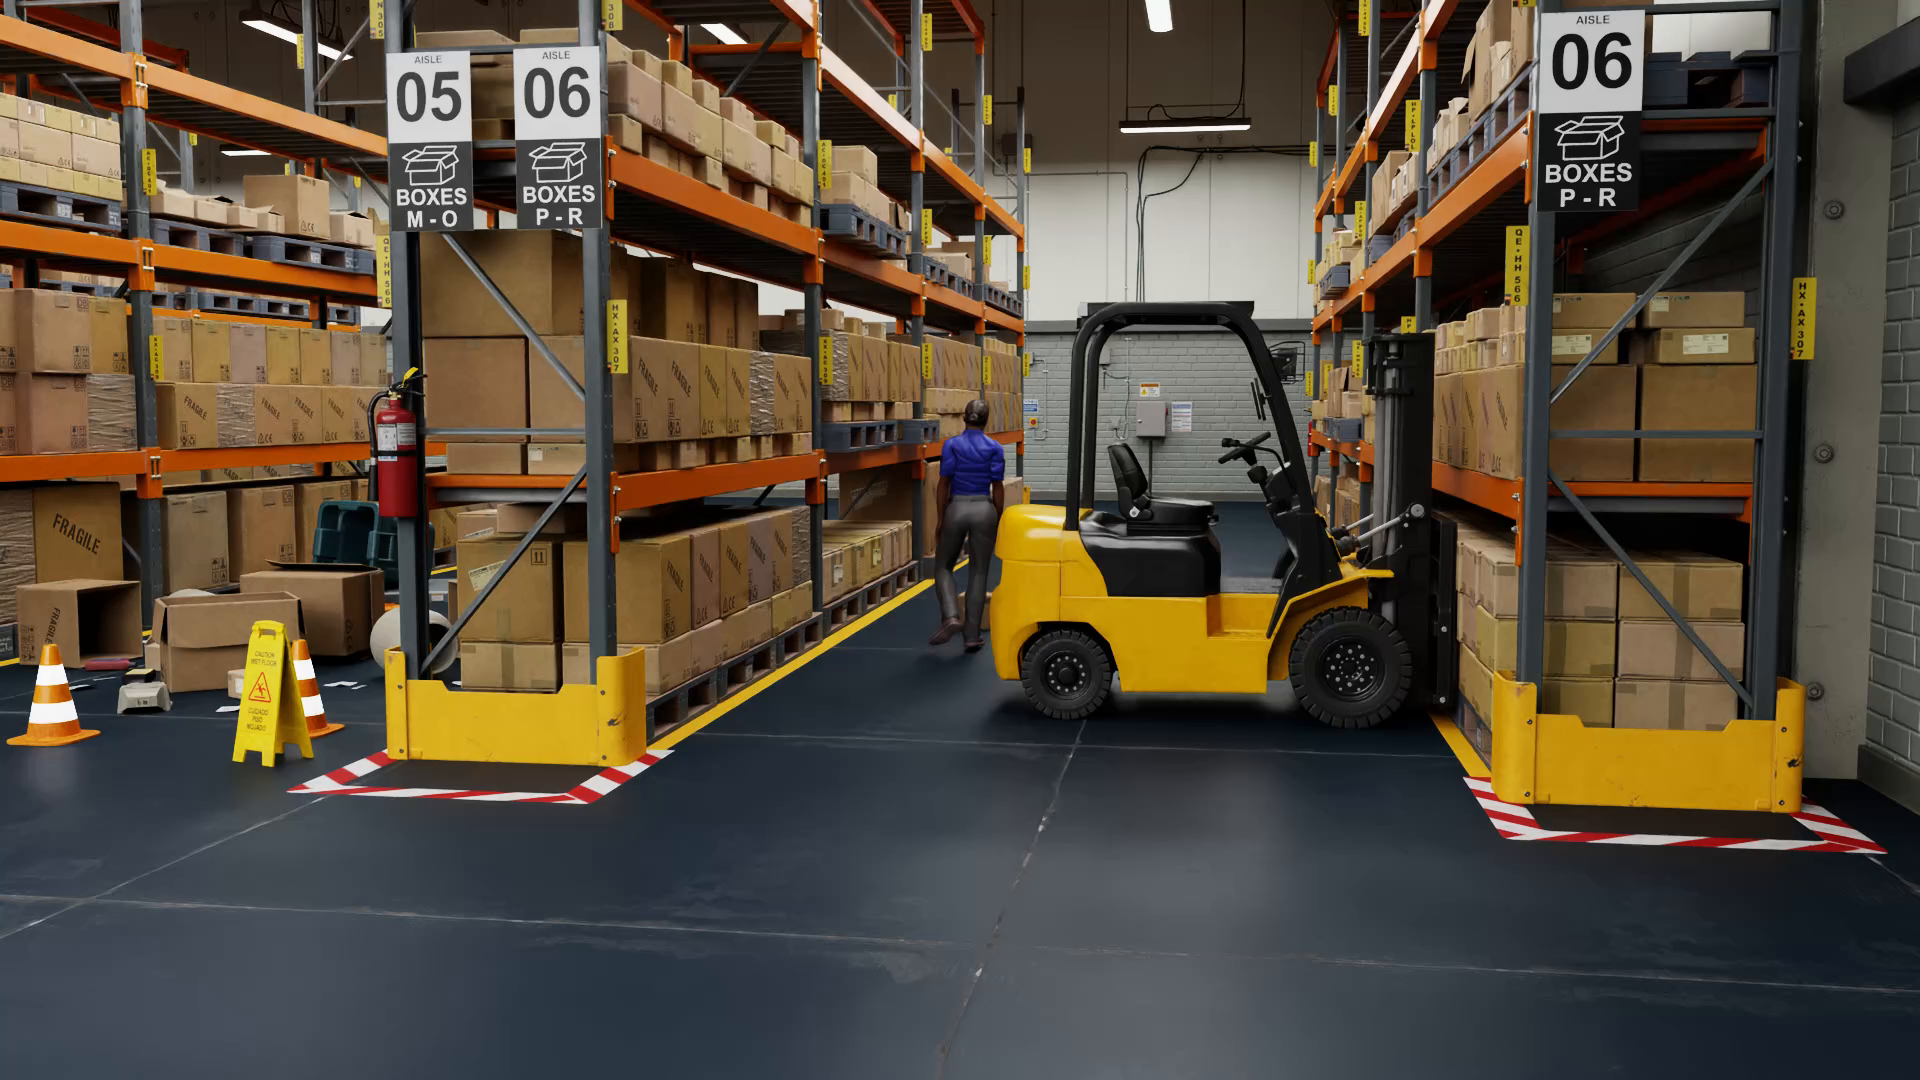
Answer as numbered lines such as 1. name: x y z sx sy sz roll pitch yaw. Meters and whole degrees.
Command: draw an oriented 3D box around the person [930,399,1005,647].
1. person: 0.049 -0.110 11.033 0.500 1.649 0.436 0 5 1
